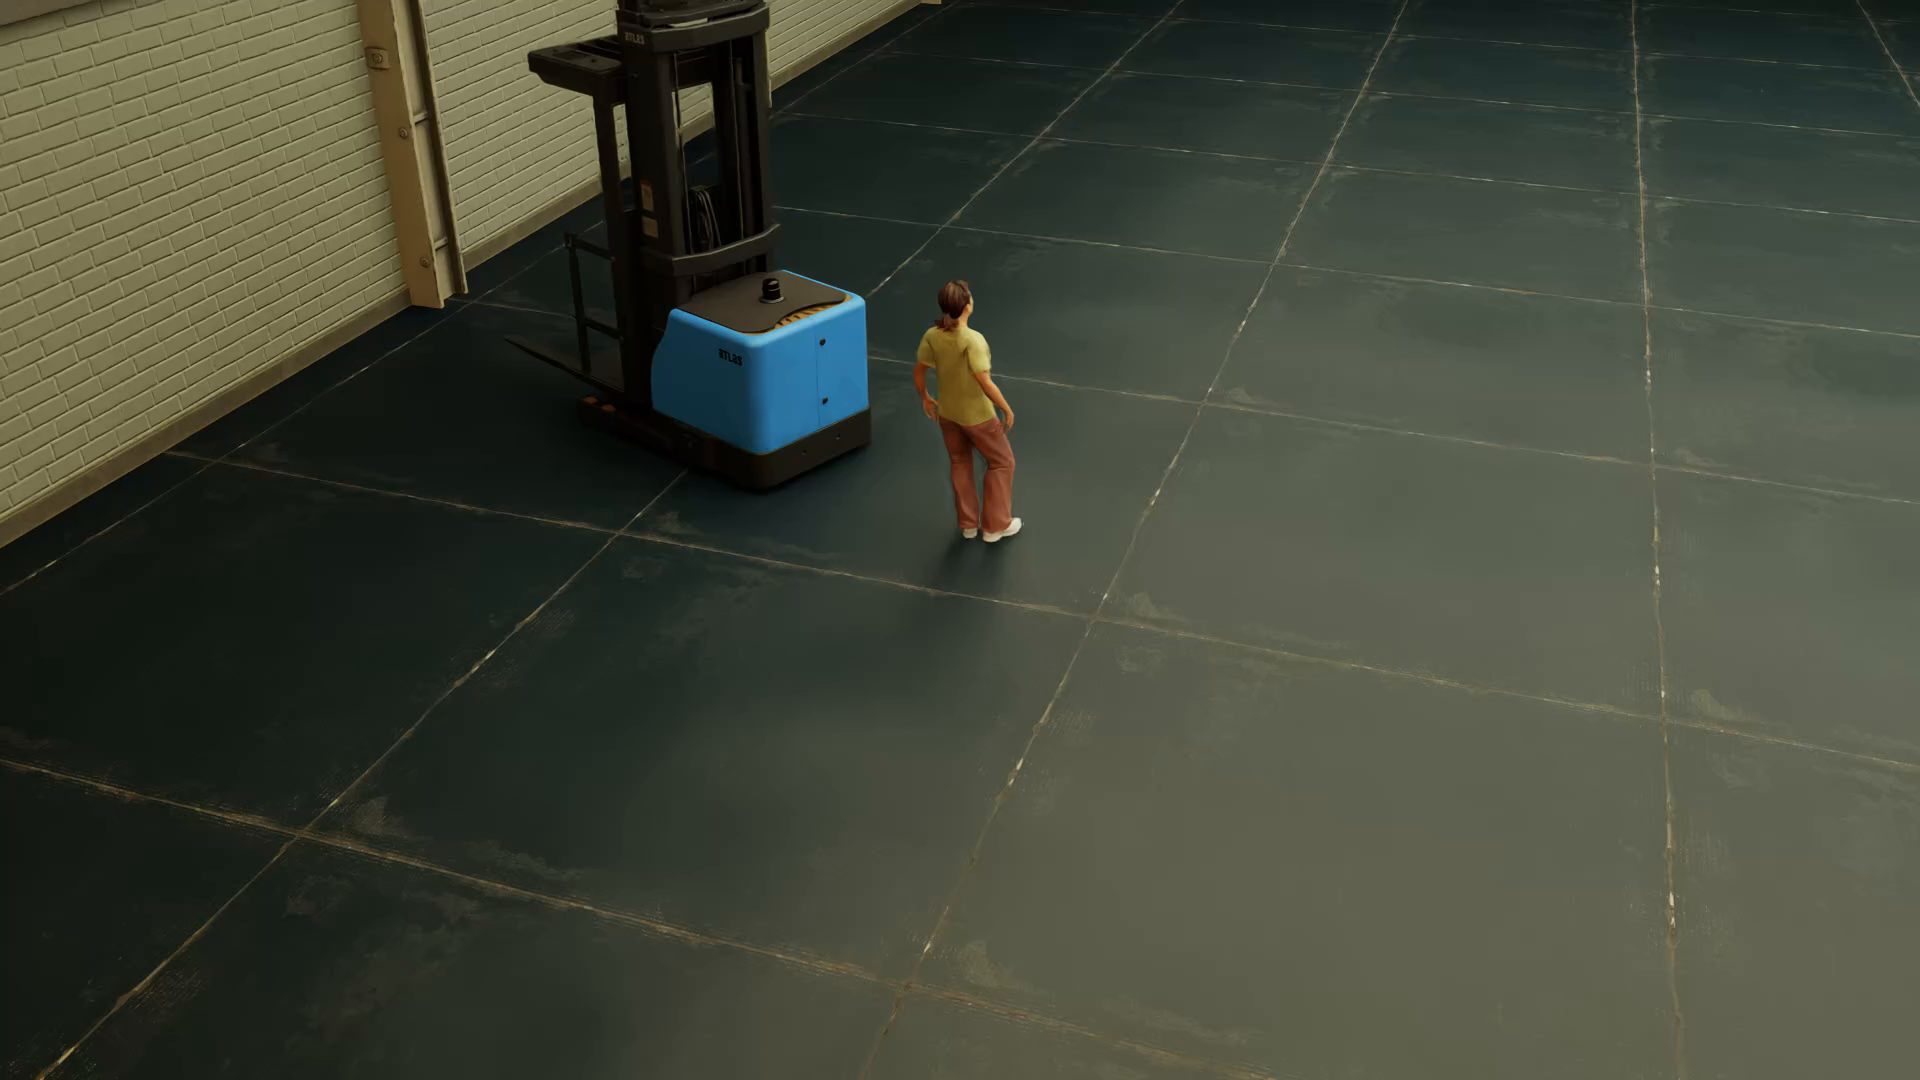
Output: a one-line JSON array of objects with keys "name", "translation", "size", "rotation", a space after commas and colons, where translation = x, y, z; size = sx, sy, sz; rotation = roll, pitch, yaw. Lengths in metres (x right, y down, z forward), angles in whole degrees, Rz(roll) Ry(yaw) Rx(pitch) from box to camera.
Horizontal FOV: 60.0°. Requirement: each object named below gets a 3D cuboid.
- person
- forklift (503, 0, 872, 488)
[{"name": "person", "translation": [0.077, -0.754, 9.769], "size": [0.612, 1.657, 0.501], "rotation": [21, 36, 33]}, {"name": "forklift", "translation": [-2.028, -2.209, 11.012], "size": [3.031, 2.935, 1.130], "rotation": [24, 37, 35]}]
